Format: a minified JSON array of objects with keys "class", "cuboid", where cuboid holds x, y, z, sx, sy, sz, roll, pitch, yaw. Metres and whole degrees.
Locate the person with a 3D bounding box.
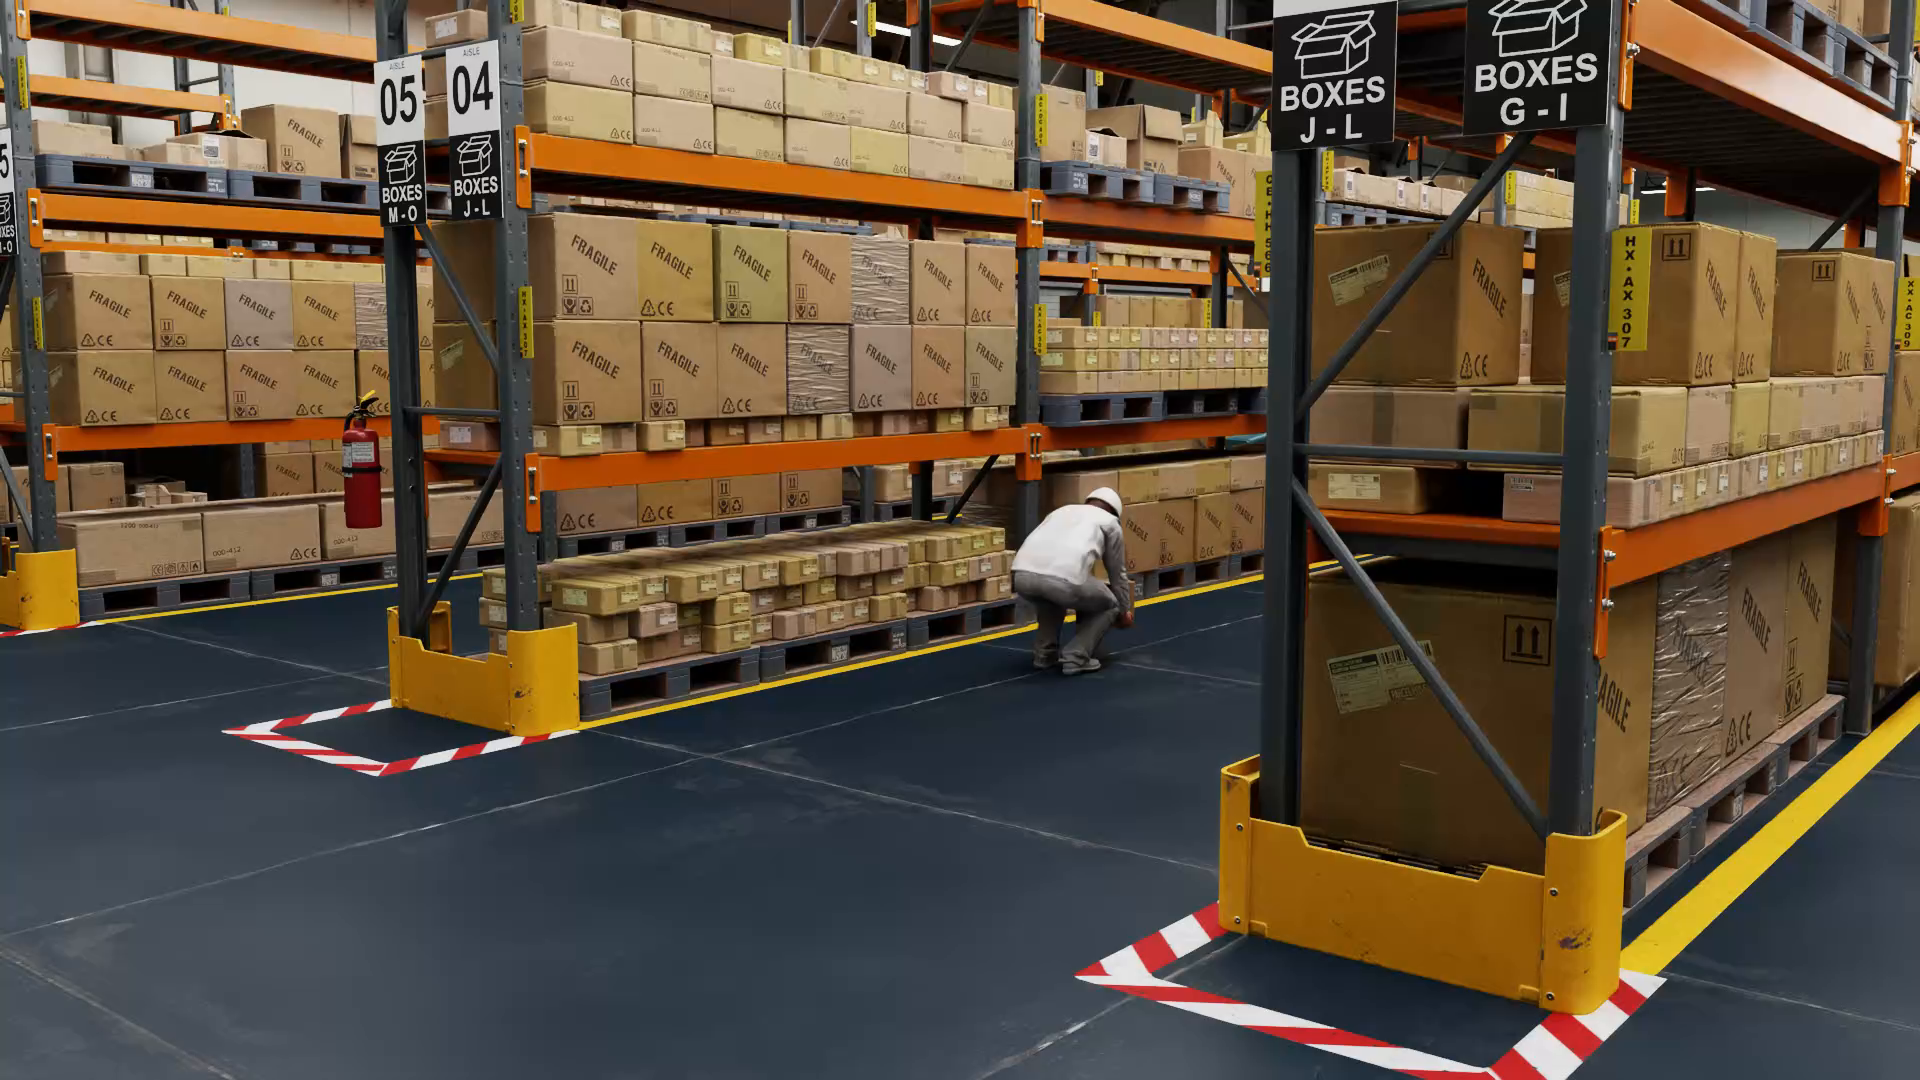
[{"class":"person","cuboid":[0.665,0.227,9.533,0.511,1.004,0.929,5,8,37]}]
